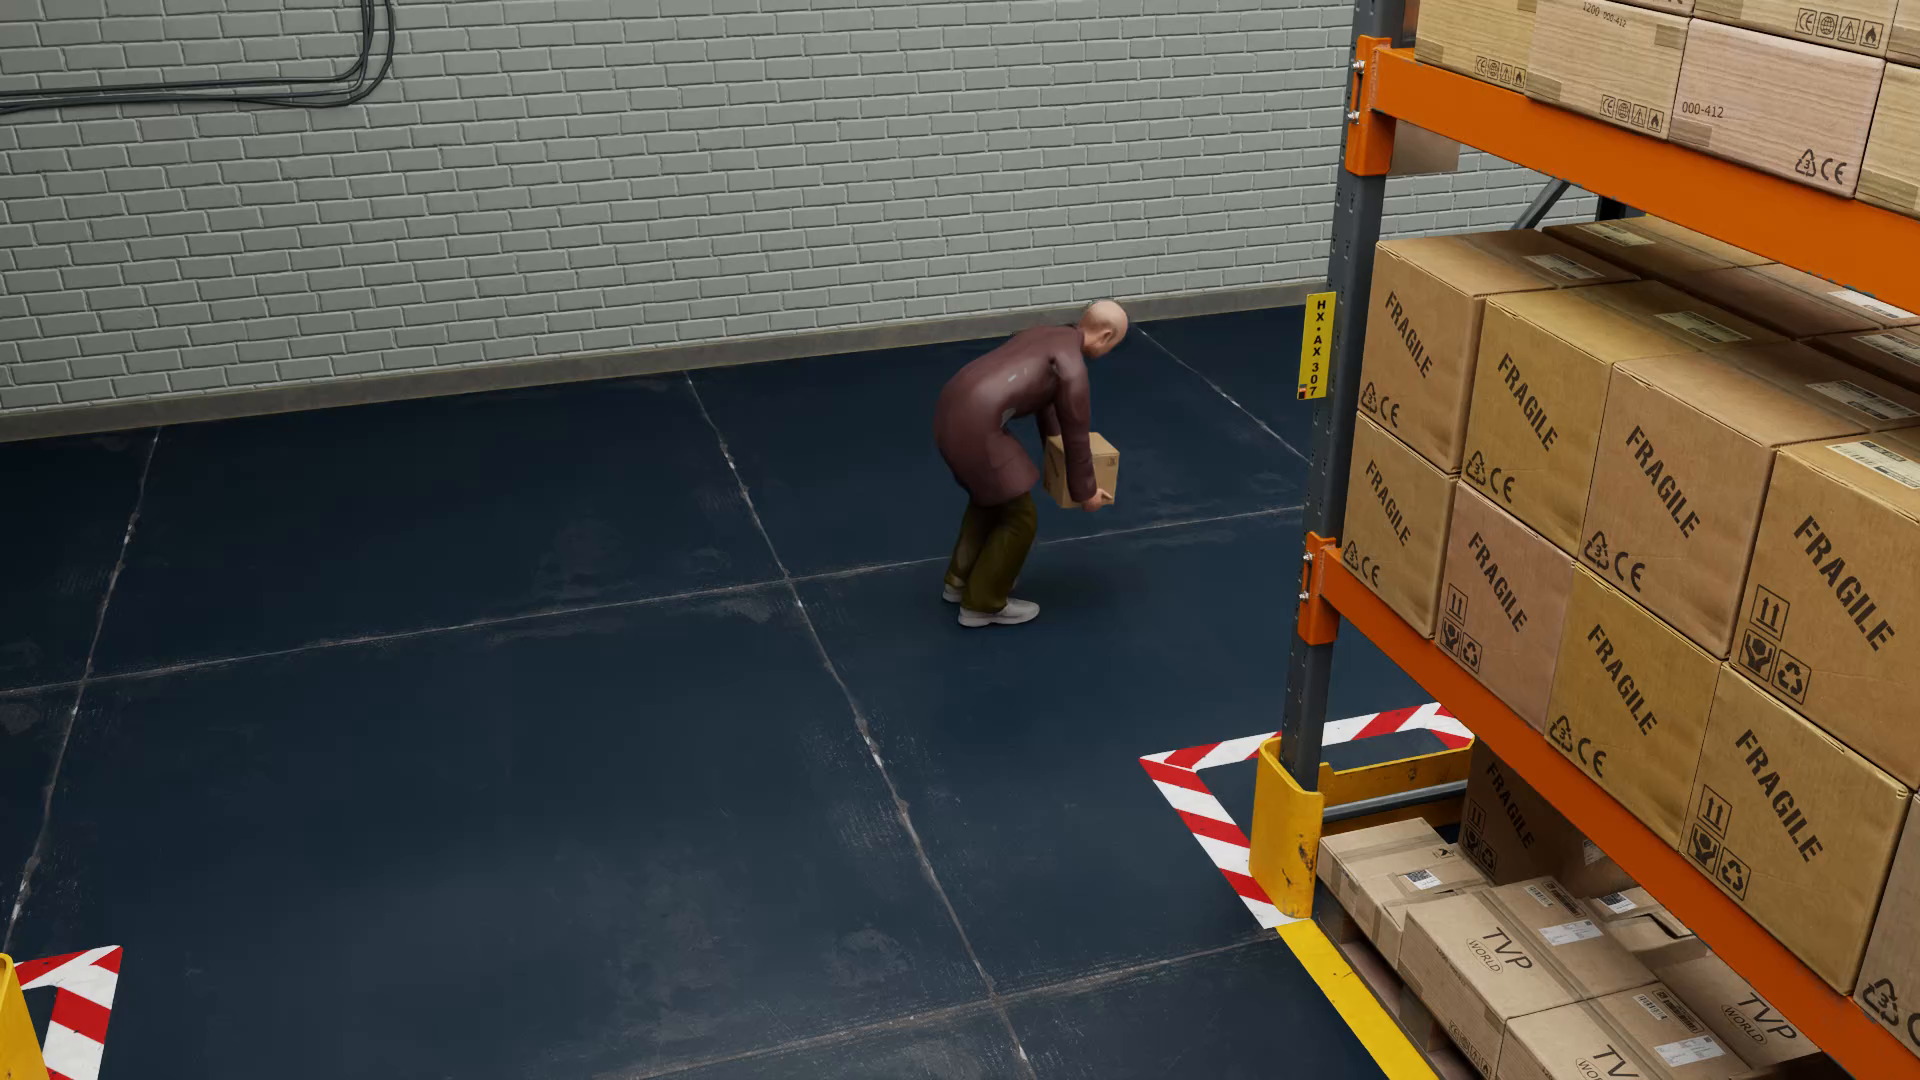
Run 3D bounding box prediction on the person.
[{"bbox_3d":[0.313,-0.334,7.293,0.877,1.361,0.563,-9,27,-18],"label":"person"}]
